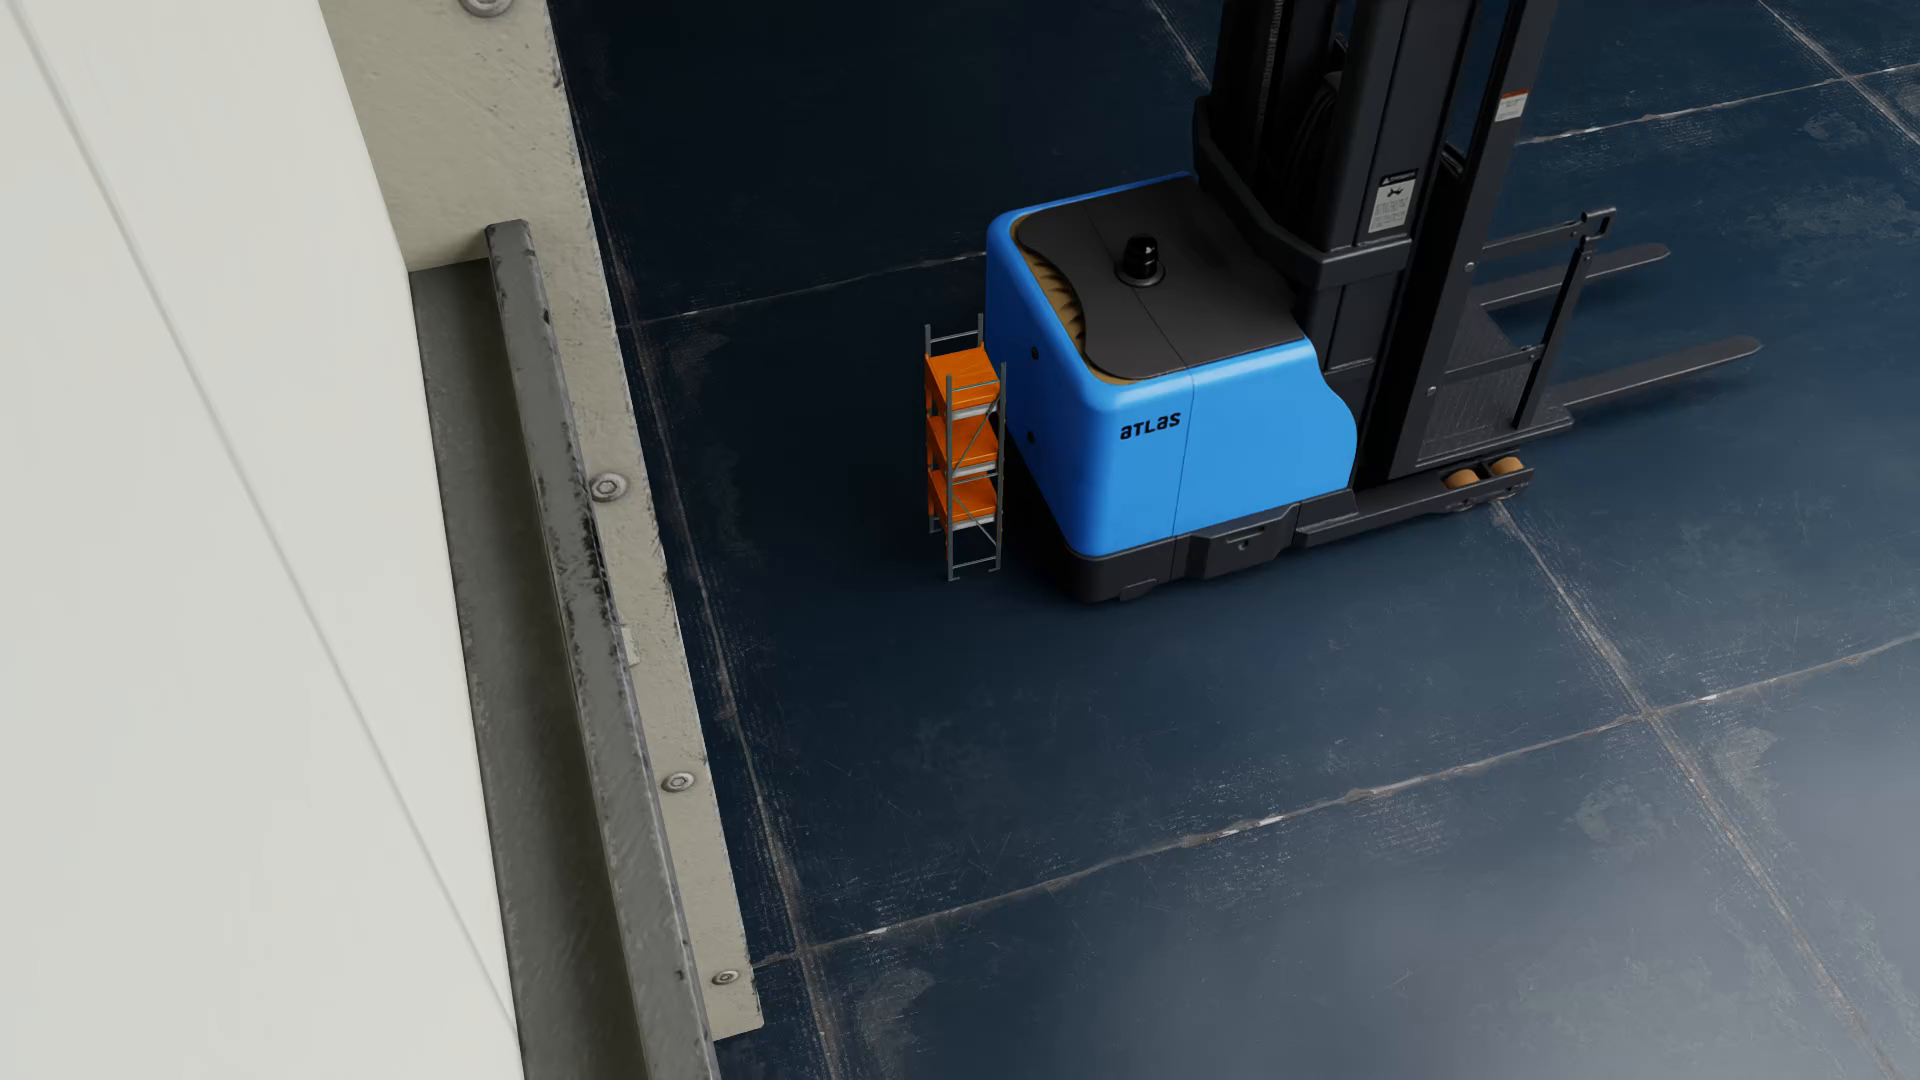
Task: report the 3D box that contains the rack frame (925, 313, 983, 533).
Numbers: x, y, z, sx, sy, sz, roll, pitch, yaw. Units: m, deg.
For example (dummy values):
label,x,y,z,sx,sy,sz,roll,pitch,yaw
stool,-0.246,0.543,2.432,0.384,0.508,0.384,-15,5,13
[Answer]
label,x,y,z,sx,sy,sz,roll,pitch,yaw
rack frame,-0.020,-0.388,5.891,0.200,1.050,0.008,-13,51,-11

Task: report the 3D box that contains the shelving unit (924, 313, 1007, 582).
label,x,y,z,sx,sy,sz,roll,pitch,yaw
shelving unit,0.016,-0.299,5.816,0.215,1.050,0.252,-13,51,-11

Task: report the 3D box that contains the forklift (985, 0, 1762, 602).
label,x,y,z,sx,sy,sz,roll,pitch,yaw
forklift,1.651,-1.419,5.529,3.031,2.935,1.130,-15,52,-13

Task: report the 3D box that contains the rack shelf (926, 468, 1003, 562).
label,x,y,z,sx,sy,sz,roll,pitch,yaw
rack shelf,0.016,-0.113,6.036,0.215,0.259,0.240,-13,51,-11

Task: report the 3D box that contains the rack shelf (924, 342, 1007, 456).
label,x,y,z,sx,sy,sz,roll,pitch,yaw
rack shelf,0.016,-0.475,5.607,0.215,0.259,0.240,-13,51,-11

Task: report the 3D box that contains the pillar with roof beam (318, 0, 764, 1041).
label,x,y,z,sx,sy,sz,roll,pitch,yaw
pillar with roof beam,3.317,-2.519,2.487,9.100,9.000,0.400,-13,51,-11

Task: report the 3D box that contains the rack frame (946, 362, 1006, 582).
label,x,y,z,sx,sy,sz,roll,pitch,yaw
rack frame,0.052,-0.210,5.741,0.200,1.050,0.008,-13,51,-11

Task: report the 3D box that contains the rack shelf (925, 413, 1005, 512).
label,x,y,z,sx,sy,sz,roll,pitch,yaw
rack shelf,0.016,-0.292,5.824,0.215,0.259,0.240,-13,51,-11
